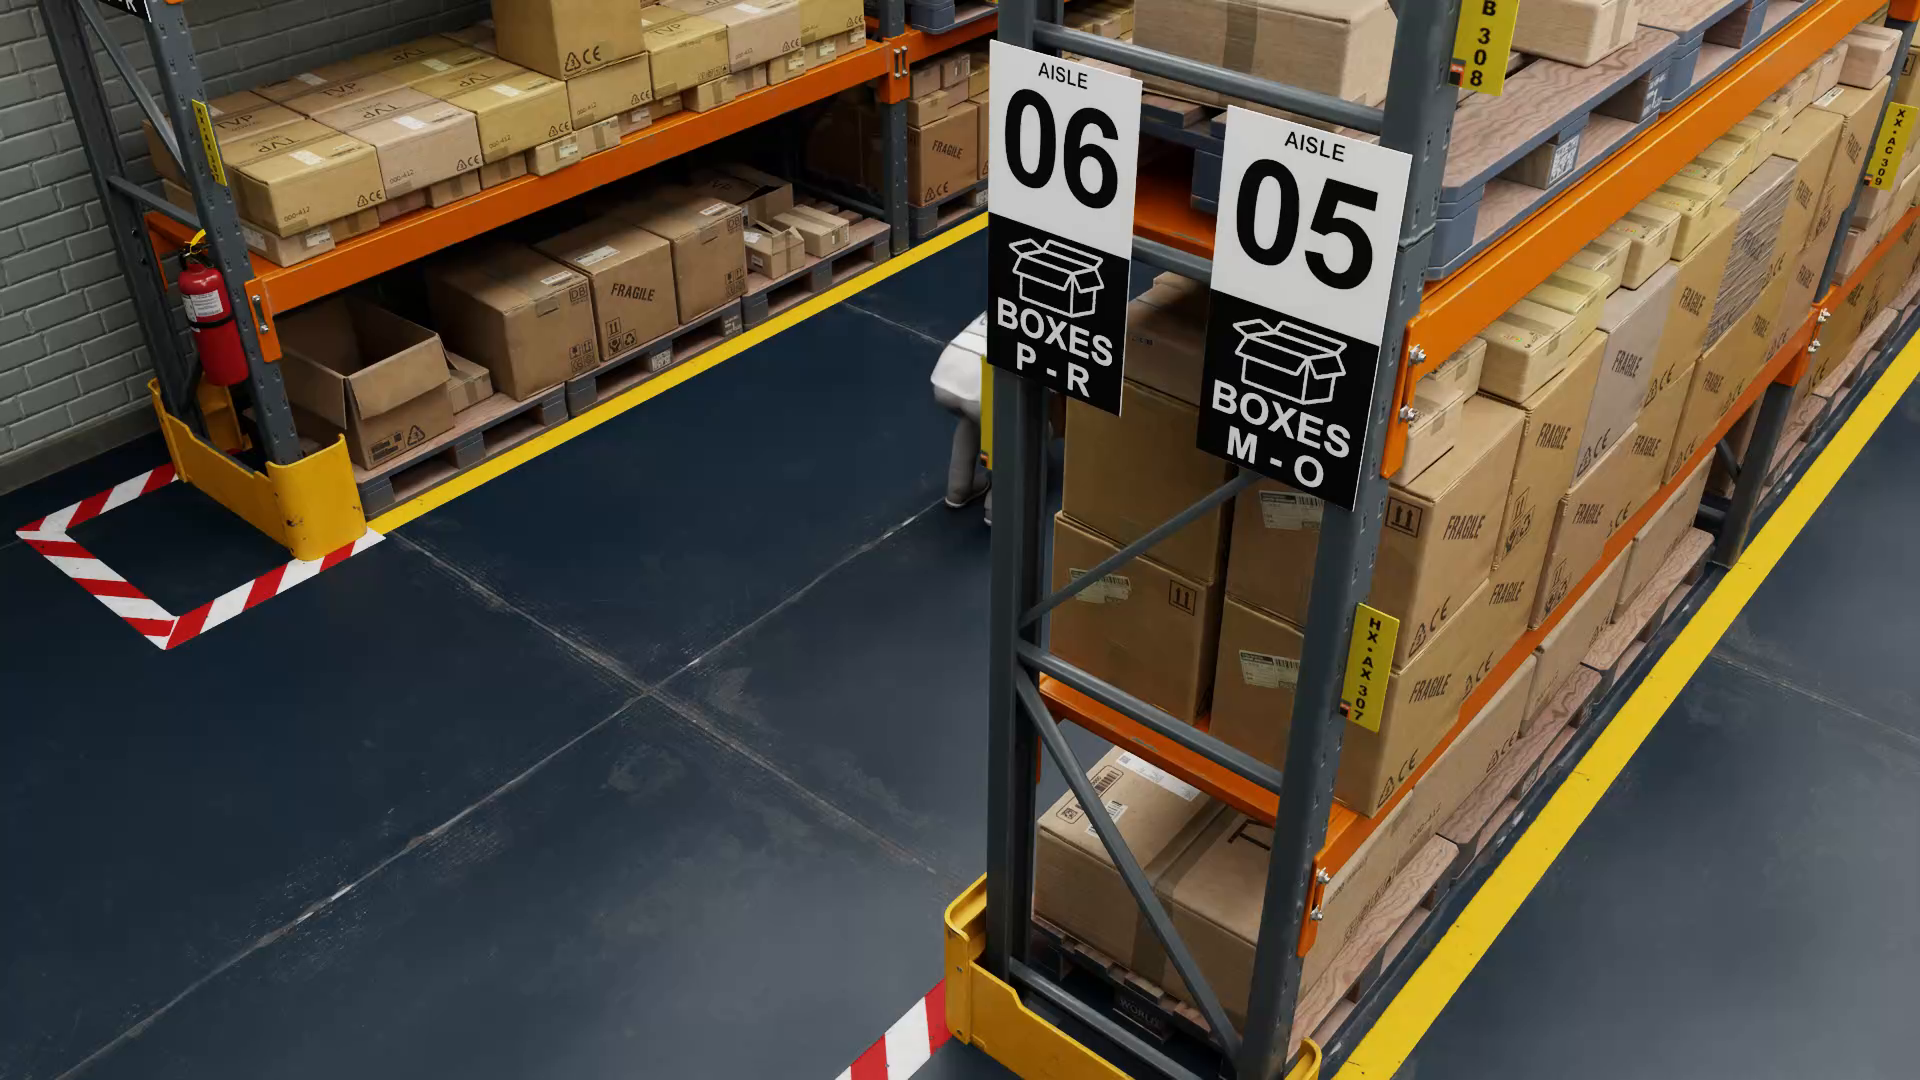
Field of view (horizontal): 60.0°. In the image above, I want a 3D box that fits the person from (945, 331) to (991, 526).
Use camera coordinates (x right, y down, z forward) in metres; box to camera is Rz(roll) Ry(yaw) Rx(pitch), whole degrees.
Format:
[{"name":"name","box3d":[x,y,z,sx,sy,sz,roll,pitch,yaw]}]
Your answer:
[{"name":"person","box3d":[0.280,-0.686,7.682,0.407,1.015,0.800,24,42,30]}]
